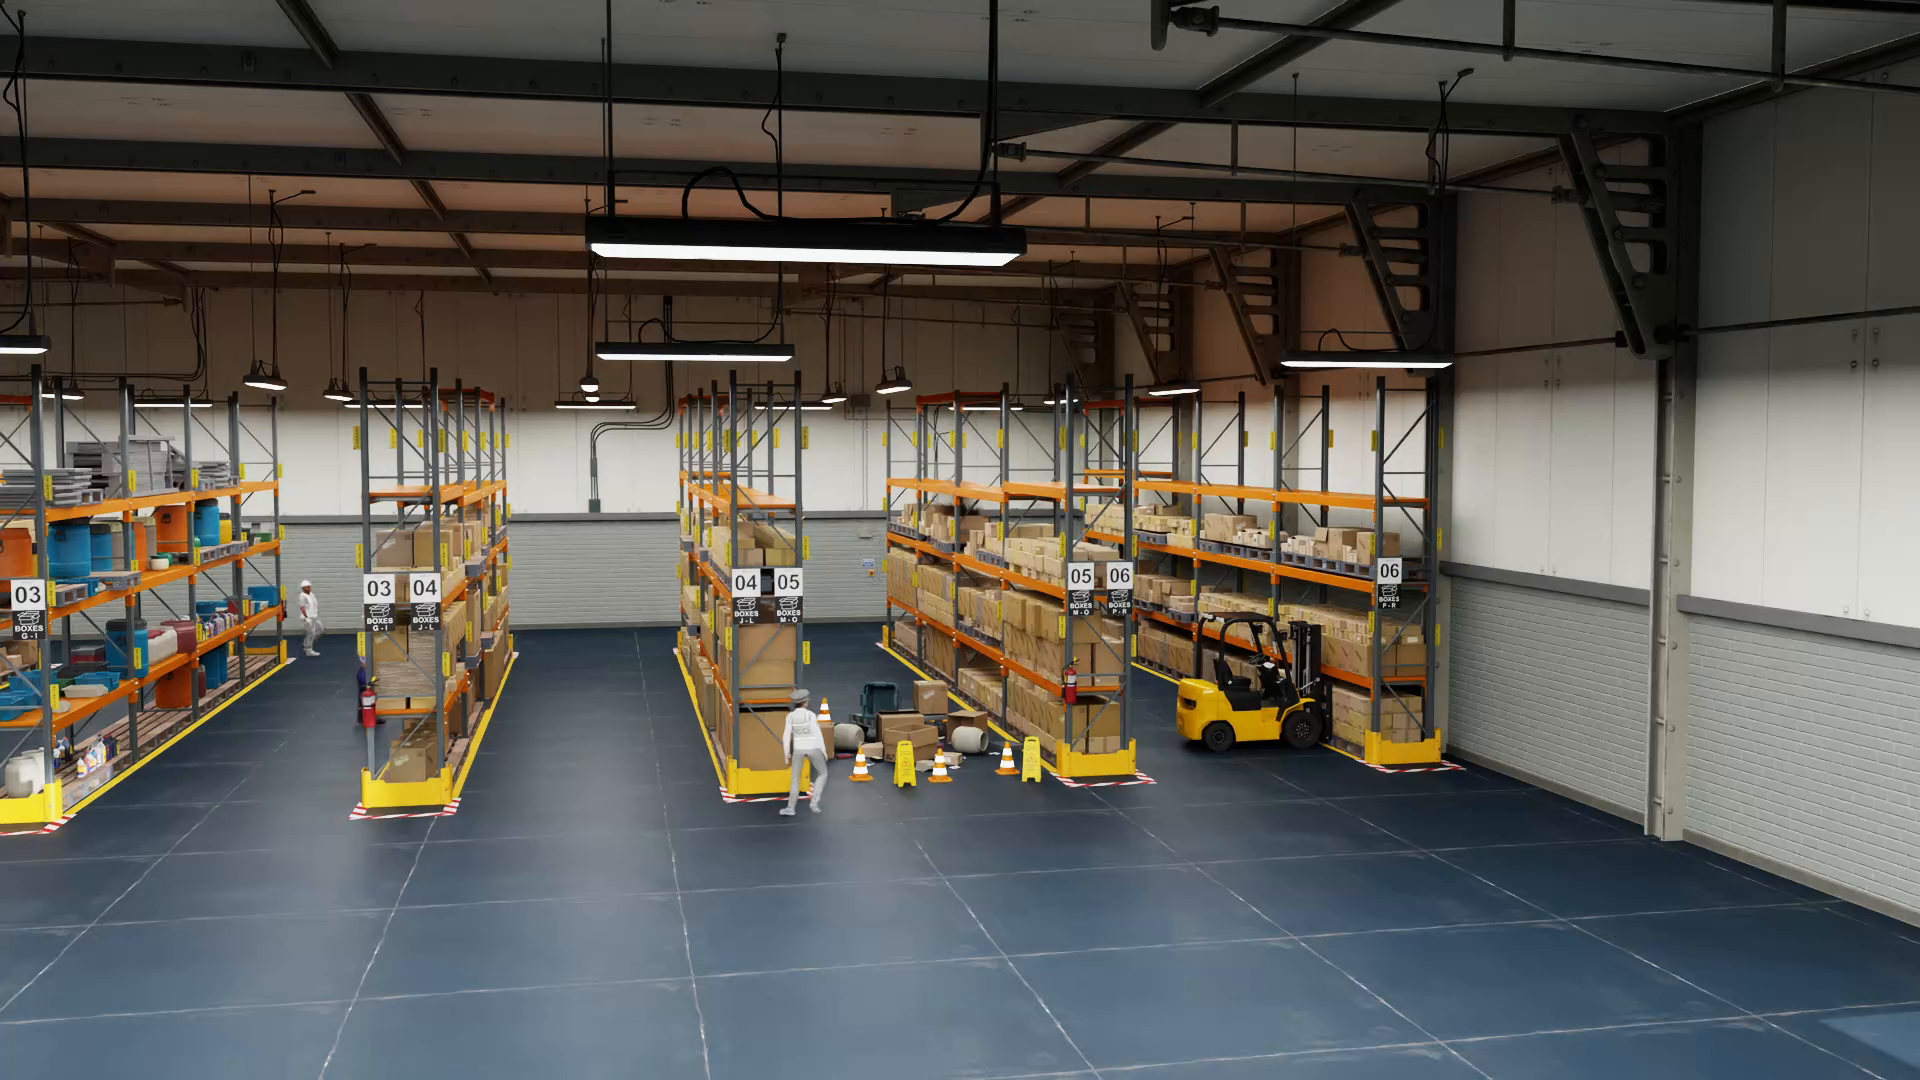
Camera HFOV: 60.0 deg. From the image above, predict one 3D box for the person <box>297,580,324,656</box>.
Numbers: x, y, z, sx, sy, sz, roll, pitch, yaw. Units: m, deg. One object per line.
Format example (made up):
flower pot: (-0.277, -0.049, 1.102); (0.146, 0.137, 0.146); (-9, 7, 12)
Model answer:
person: (-15.084, 1.810, 38.558); (0.501, 1.764, 0.616); (0, 3, 4)

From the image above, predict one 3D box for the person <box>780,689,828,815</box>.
person: (-2.089, 2.828, 22.169); (0.653, 1.686, 0.379); (0, 3, 5)

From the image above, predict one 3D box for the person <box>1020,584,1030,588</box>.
person: (1.667, 1.627, 42.389); (0.885, 1.674, 0.660); (-1, 3, -10)

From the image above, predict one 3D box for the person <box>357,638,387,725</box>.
person: (-10.379, 2.441, 29.298); (0.453, 1.622, 0.545); (-2, 4, -33)
